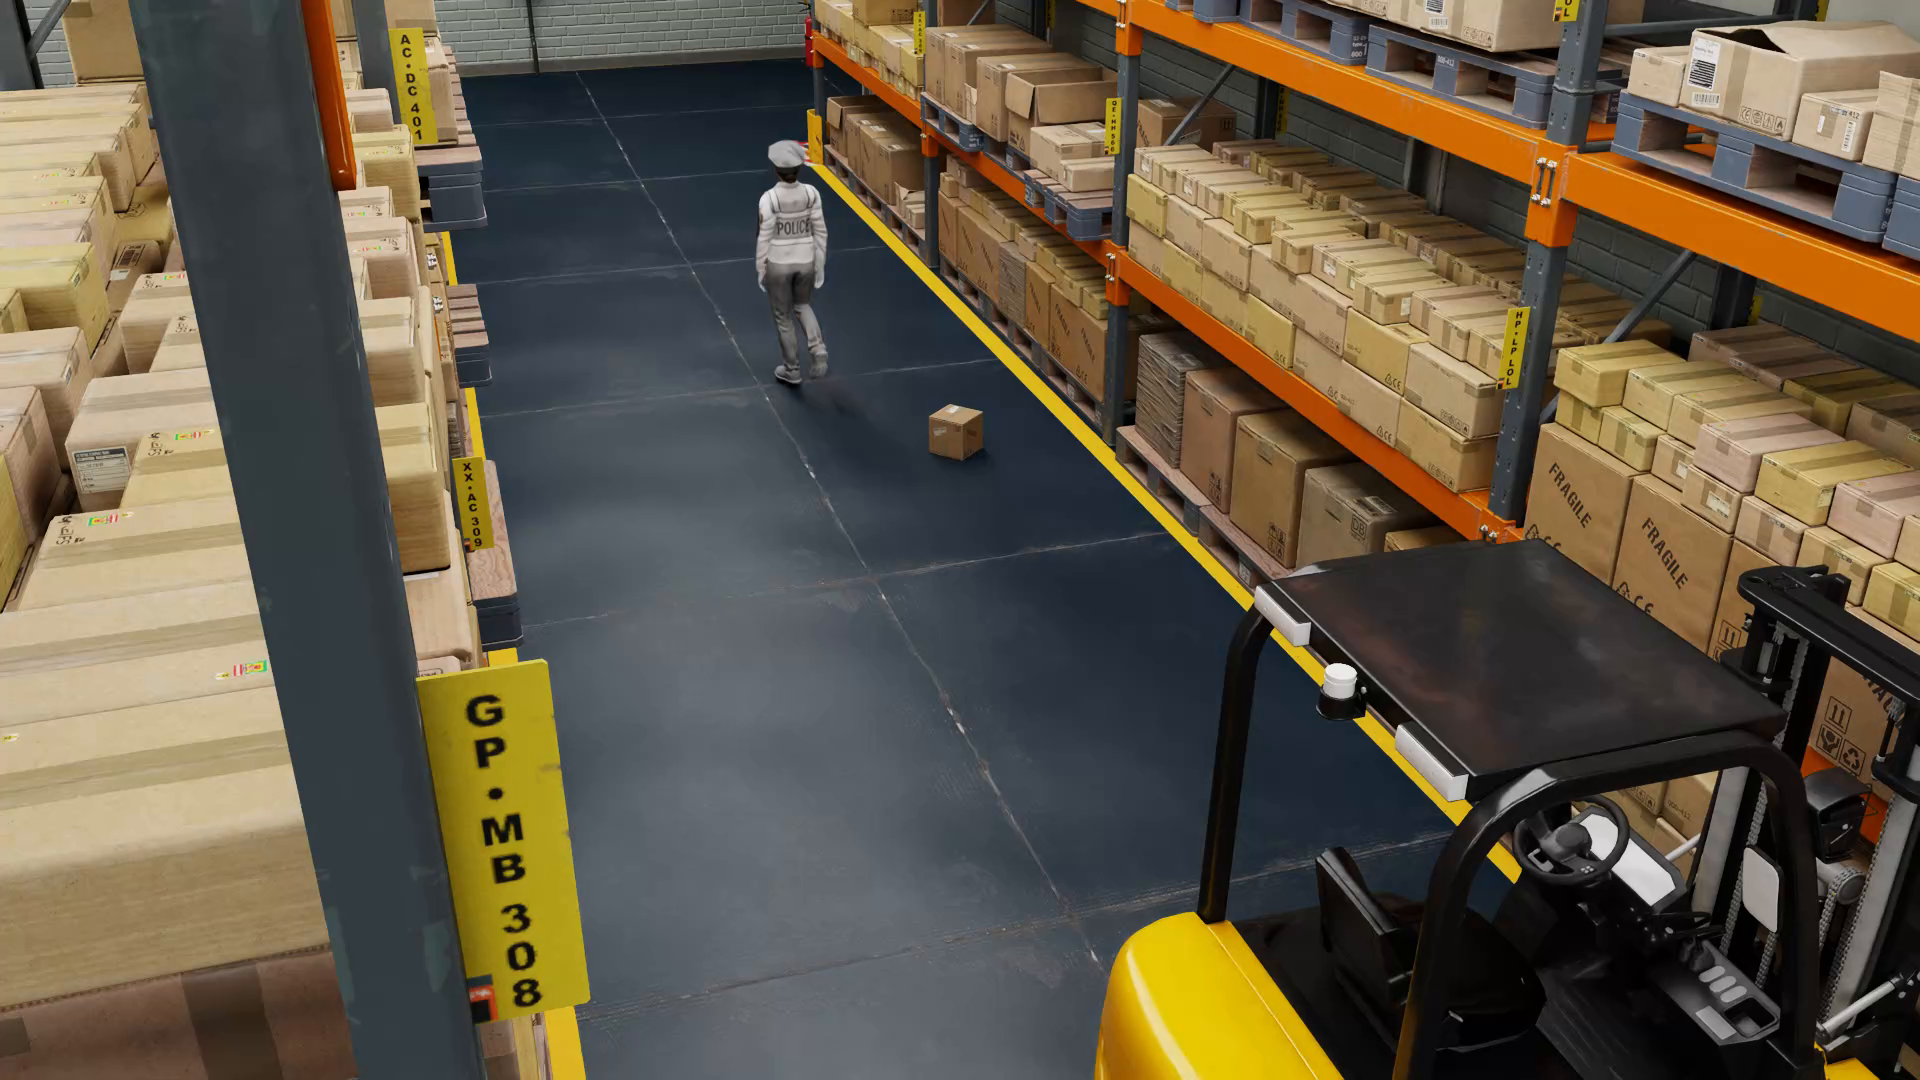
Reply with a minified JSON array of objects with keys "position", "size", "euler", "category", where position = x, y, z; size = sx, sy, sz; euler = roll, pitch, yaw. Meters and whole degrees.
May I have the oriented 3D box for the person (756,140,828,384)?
[{"position":[-1.132,-1.858,11.260],"size":[0.482,1.679,0.476],"euler":[-15,30,-27],"category":"person"}]
